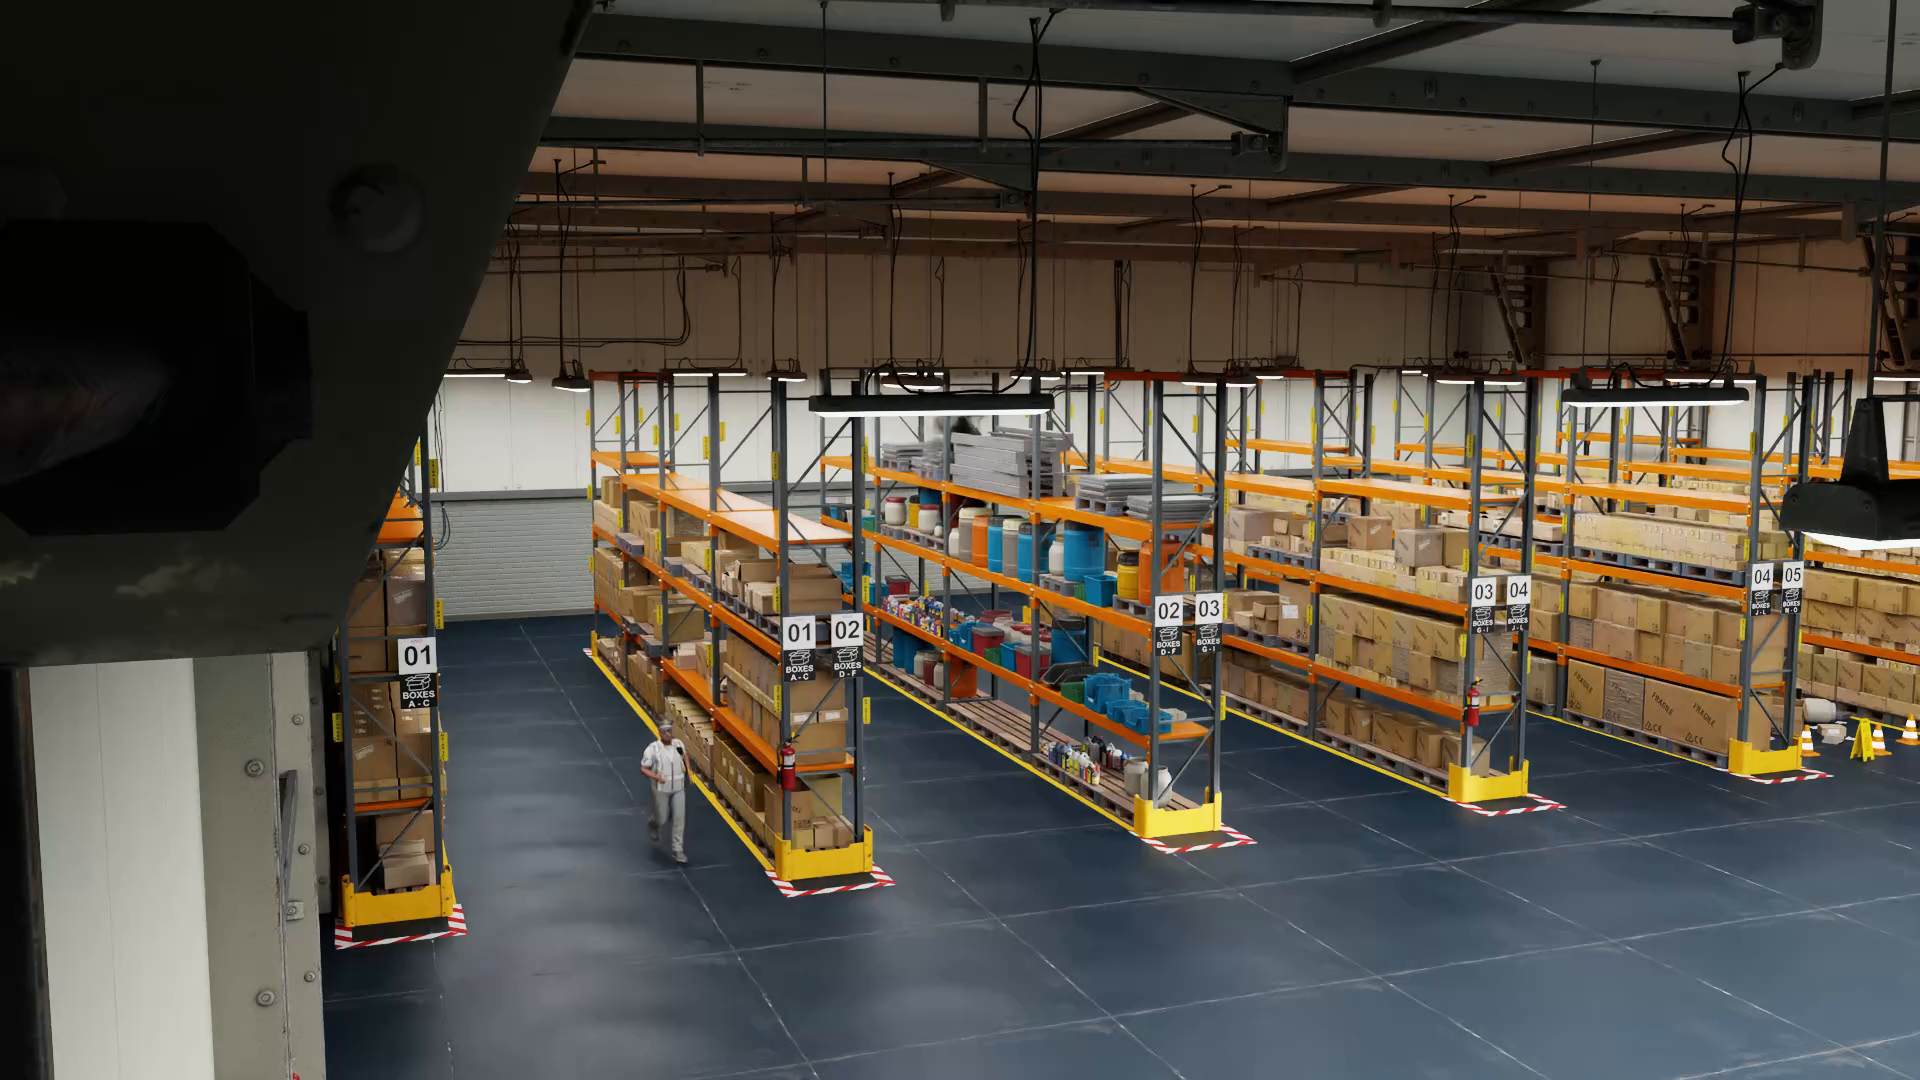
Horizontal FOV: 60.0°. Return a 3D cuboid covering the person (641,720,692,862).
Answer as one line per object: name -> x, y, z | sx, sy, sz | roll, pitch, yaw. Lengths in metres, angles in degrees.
person -> -3.675, 3.120, 20.987 | 0.678, 1.743, 0.992 | -3, 7, -28

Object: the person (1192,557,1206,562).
person -> 5.866, 0.933, 41.385 | 0.549, 1.557, 0.730 | -3, 7, -27
